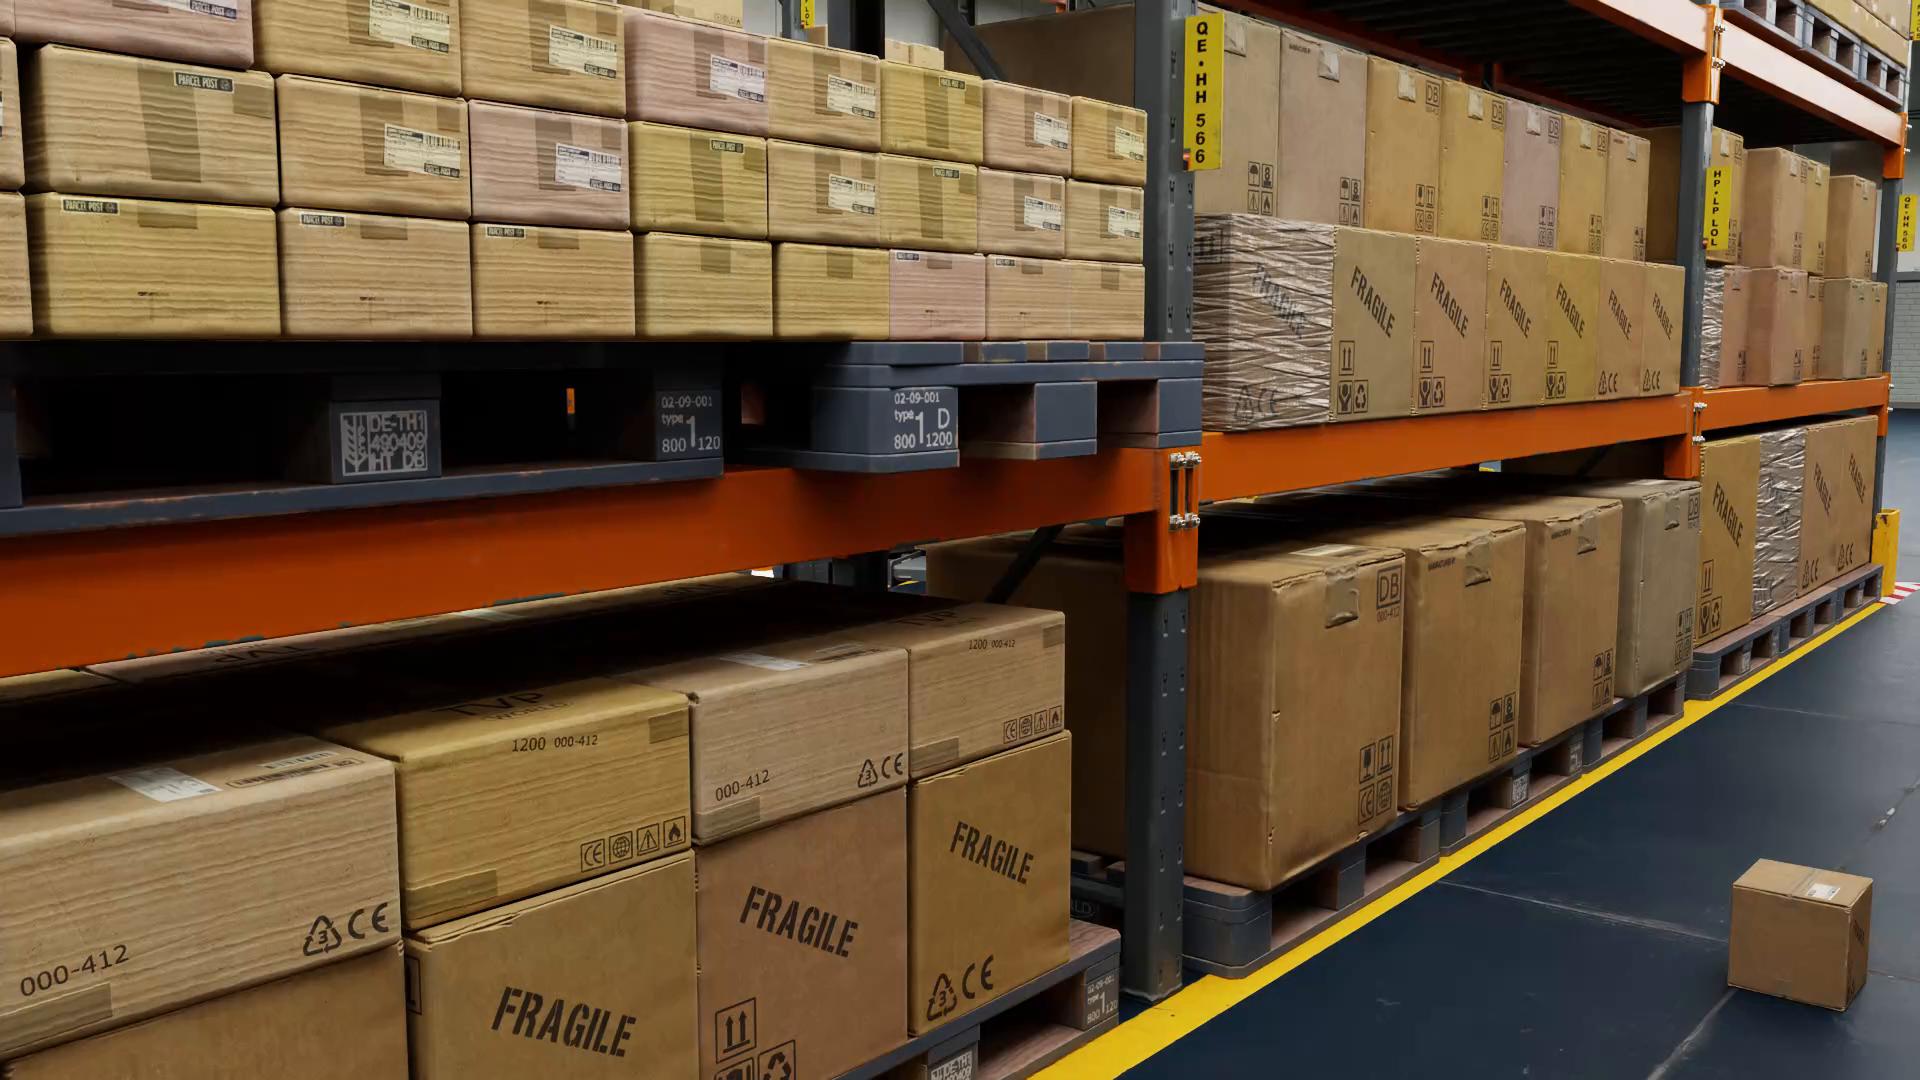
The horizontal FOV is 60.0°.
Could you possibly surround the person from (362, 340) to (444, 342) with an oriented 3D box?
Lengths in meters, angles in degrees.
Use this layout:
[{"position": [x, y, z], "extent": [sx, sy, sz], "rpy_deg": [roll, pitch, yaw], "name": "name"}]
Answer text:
[{"position": [-1.540, 0.150, 4.425], "extent": [0.485, 1.633, 0.872], "rpy_deg": [5, 8, 37], "name": "person"}]
